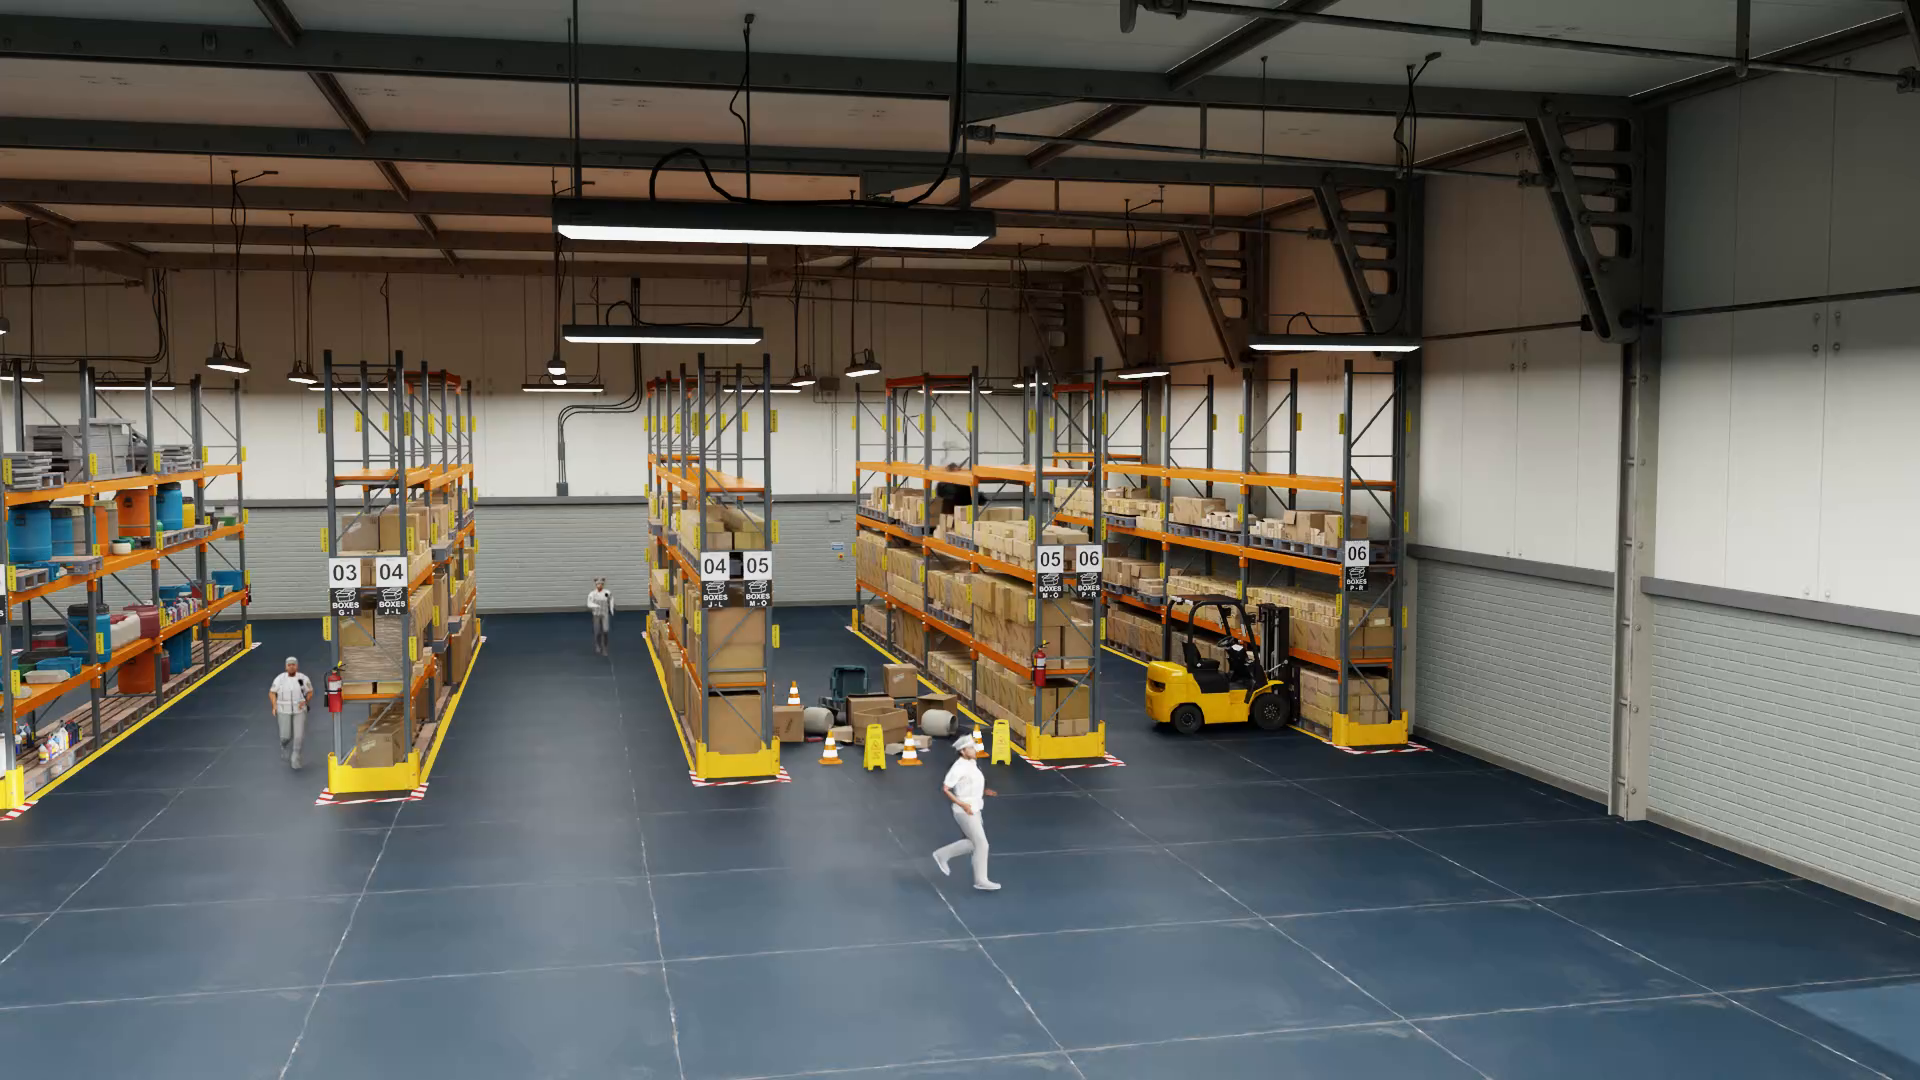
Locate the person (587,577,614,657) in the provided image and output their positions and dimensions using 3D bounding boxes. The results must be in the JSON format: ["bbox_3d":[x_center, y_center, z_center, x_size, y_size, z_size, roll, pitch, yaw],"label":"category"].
[{"bbox_3d":[-7.759,1.664,35.945,0.573,1.734,0.793,-1,4,-15],"label":"person"}]

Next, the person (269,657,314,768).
[{"bbox_3d":[-9.724,2.520,24.219,0.607,1.611,0.547,-2,4,-23],"label":"person"}]

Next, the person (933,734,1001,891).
[{"bbox_3d":[0.085,2.918,17.927,0.747,1.667,0.588,1,4,20],"label":"person"}]
